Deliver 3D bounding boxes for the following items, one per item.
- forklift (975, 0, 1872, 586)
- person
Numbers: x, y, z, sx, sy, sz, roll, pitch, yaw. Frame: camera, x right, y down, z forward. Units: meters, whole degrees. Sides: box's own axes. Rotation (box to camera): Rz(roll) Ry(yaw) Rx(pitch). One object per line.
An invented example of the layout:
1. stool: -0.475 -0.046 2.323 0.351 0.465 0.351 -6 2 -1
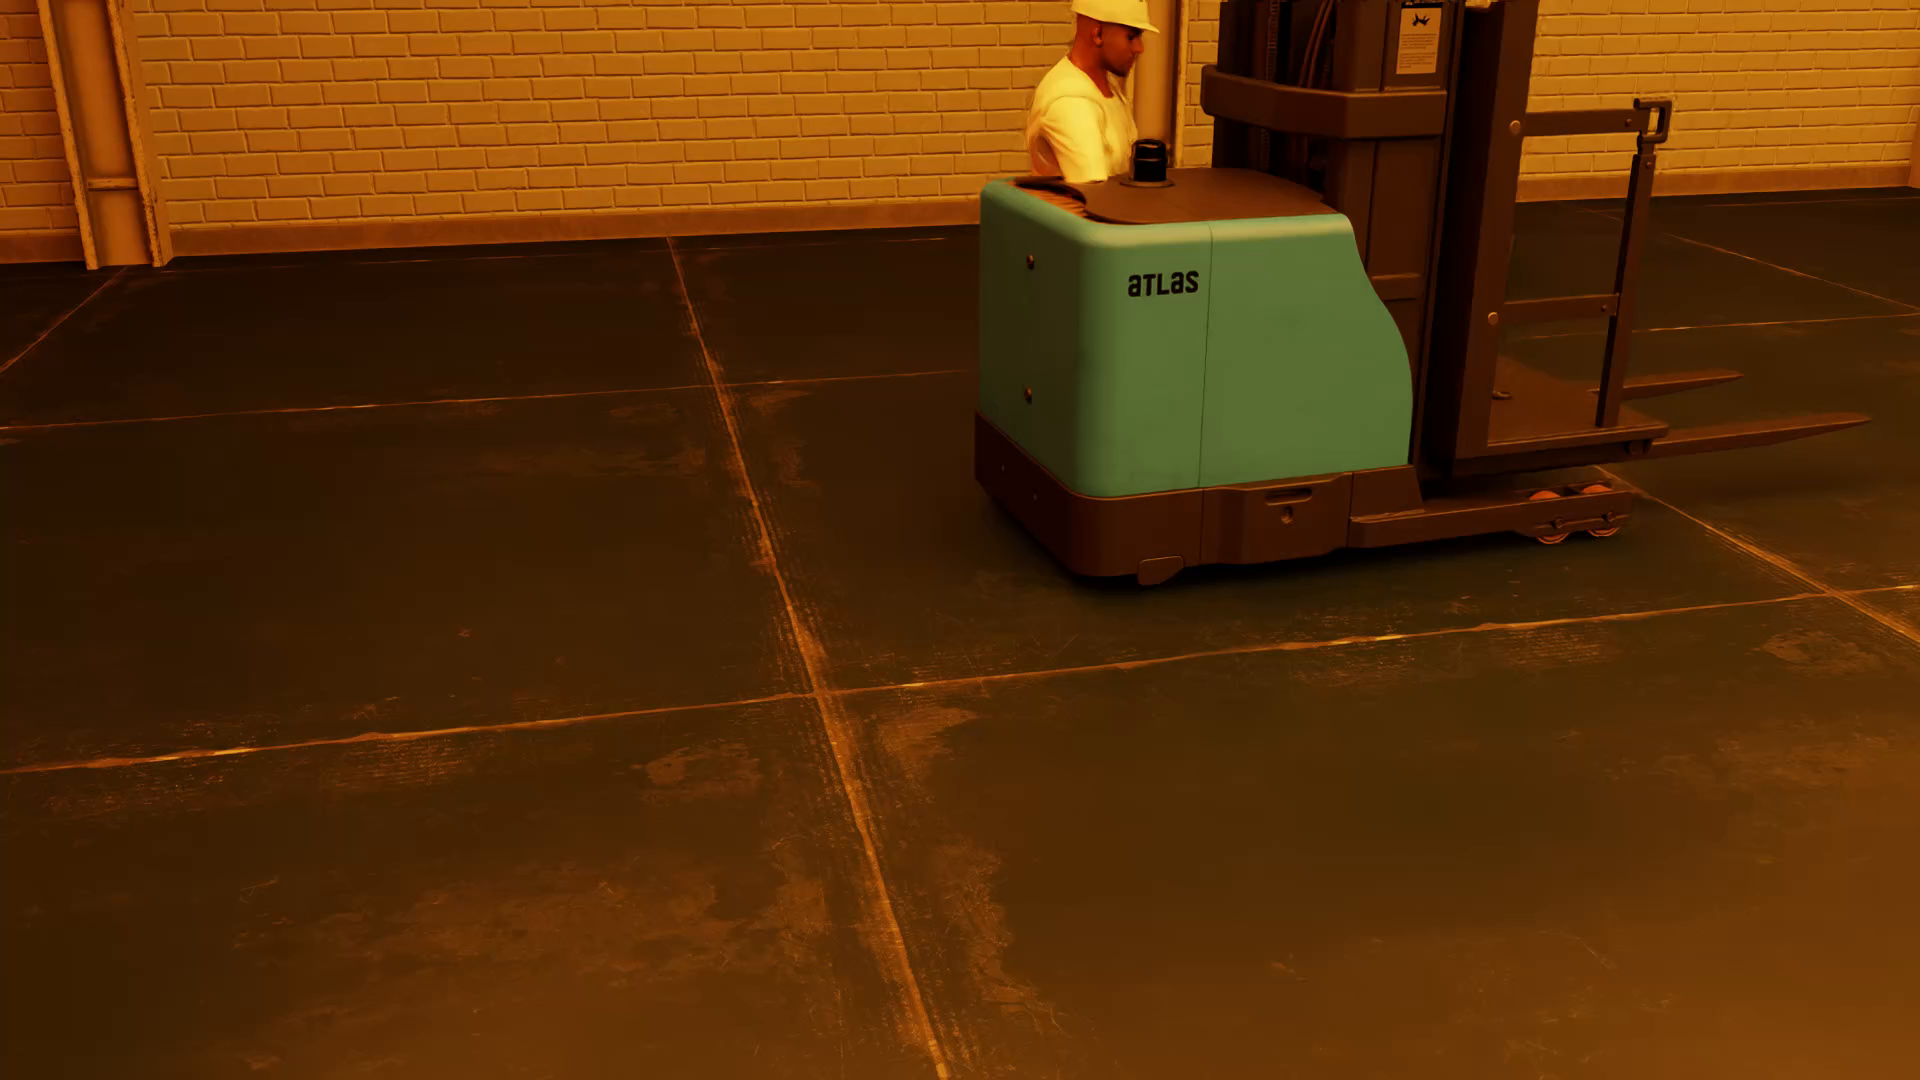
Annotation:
1. forklift: 1.625 -1.528 5.191 3.031 2.935 1.130 -7 22 -17
2. person: 0.556 -0.959 5.397 0.657 1.665 0.872 7 22 17
